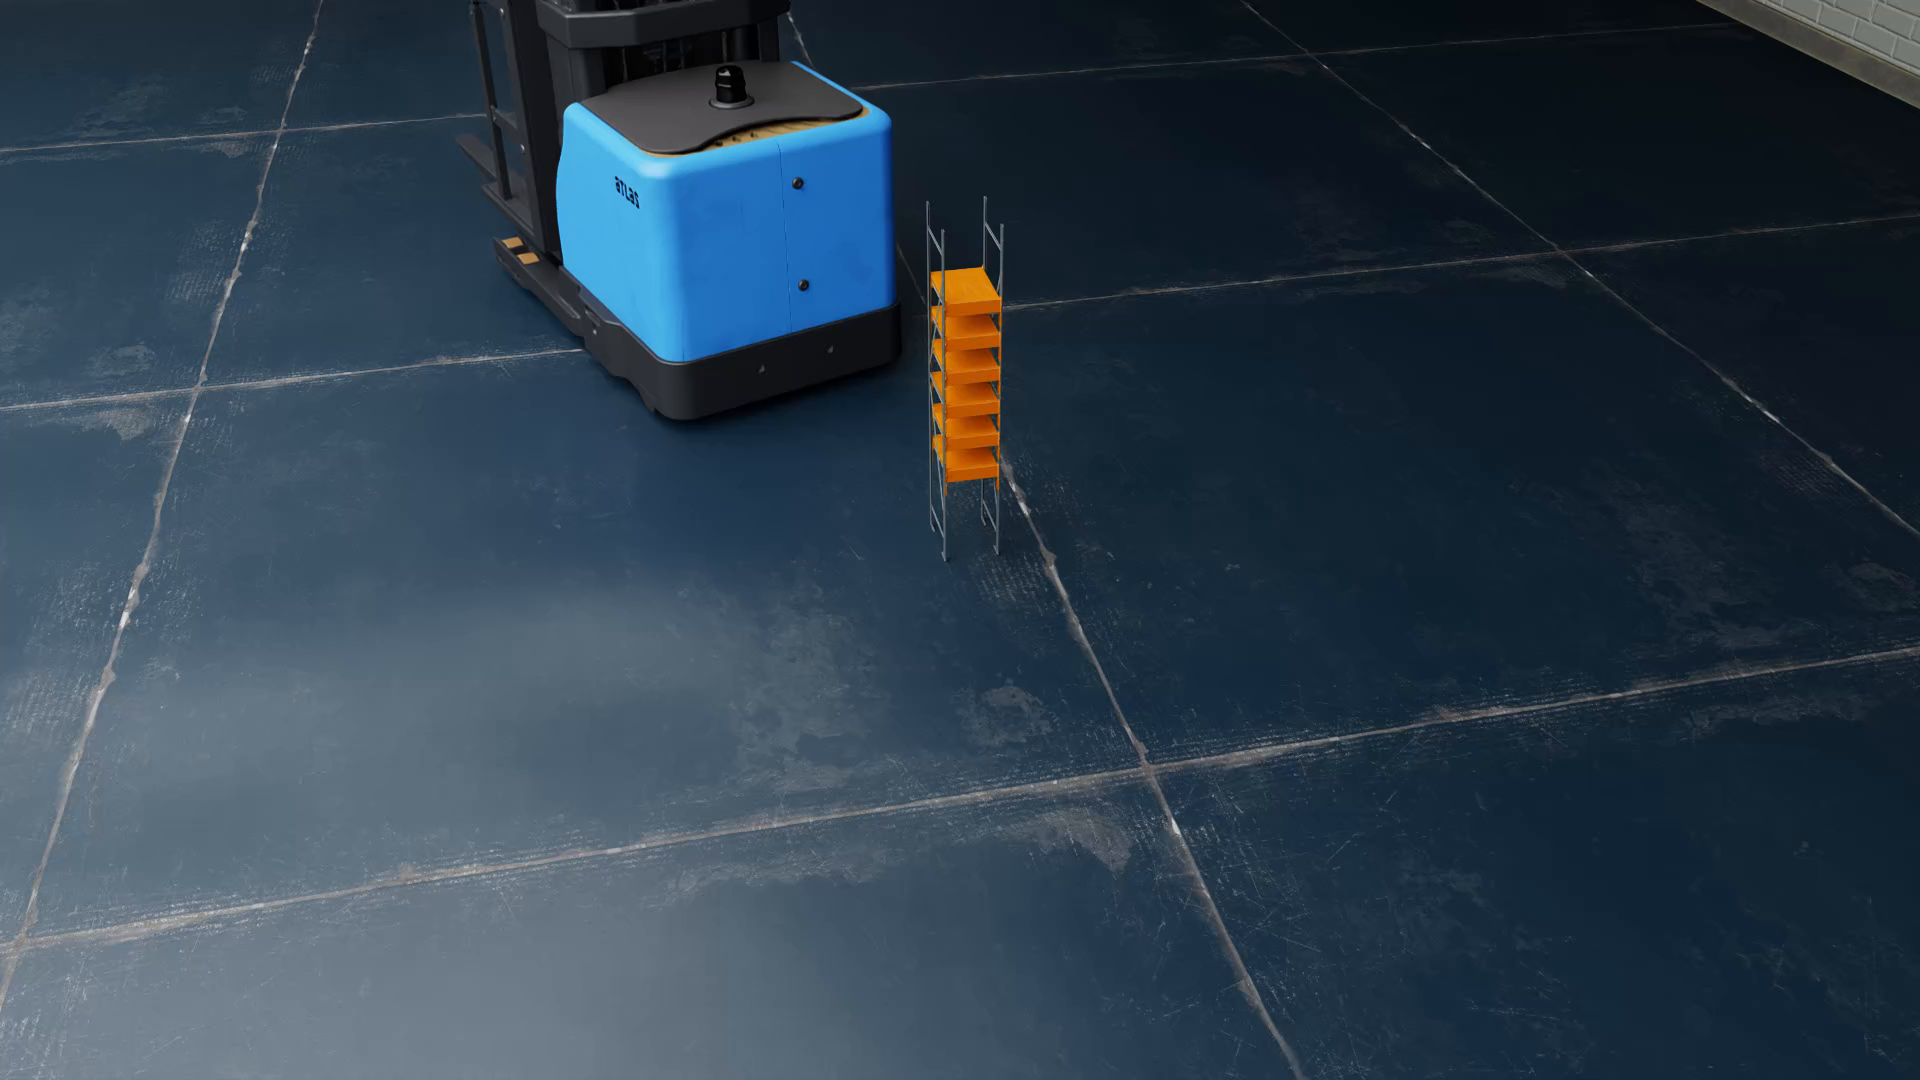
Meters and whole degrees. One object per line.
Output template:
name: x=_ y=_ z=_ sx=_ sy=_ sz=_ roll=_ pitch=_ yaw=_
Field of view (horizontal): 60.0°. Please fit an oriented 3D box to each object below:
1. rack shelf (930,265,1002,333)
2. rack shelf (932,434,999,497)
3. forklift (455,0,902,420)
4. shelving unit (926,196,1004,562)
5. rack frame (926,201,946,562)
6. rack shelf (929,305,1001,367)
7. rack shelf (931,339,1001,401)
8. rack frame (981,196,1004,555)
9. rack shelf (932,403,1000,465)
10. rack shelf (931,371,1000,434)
rack shelf: x=0.014 y=-0.762 z=5.242 sx=0.180 sy=0.103 sz=0.258 roll=-7 pitch=35 yaw=-11
rack shelf: x=0.014 y=-0.264 z=5.577 sx=0.180 sy=0.103 sz=0.258 roll=-7 pitch=35 yaw=-11
forklift: x=-1.450 y=-2.457 z=6.780 sx=1.130 sy=2.935 sz=3.031 roll=-20 pitch=39 yaw=-26
shelving unit: x=0.014 y=-0.500 z=5.418 sx=0.189 sy=1.200 sz=0.258 roll=-7 pitch=35 yaw=-11
rack frame: x=-0.075 y=-0.489 z=5.402 sx=0.006 sy=1.200 sz=0.240 roll=-7 pitch=35 yaw=-11
rack shelf: x=0.014 y=-0.662 z=5.309 sx=0.180 sy=0.103 sz=0.258 roll=-7 pitch=35 yaw=-11
rack shelf: x=0.014 y=-0.563 z=5.376 sx=0.180 sy=0.103 sz=0.258 roll=-7 pitch=35 yaw=-11
rack frame: x=0.103 y=-0.511 z=5.435 sx=0.006 sy=1.200 sz=0.240 roll=-7 pitch=35 yaw=-11
rack shelf: x=0.014 y=-0.363 z=5.510 sx=0.180 sy=0.103 sz=0.258 roll=-7 pitch=35 yaw=-11
rack shelf: x=0.014 y=-0.463 z=5.443 sx=0.180 sy=0.103 sz=0.258 roll=-7 pitch=35 yaw=-11
